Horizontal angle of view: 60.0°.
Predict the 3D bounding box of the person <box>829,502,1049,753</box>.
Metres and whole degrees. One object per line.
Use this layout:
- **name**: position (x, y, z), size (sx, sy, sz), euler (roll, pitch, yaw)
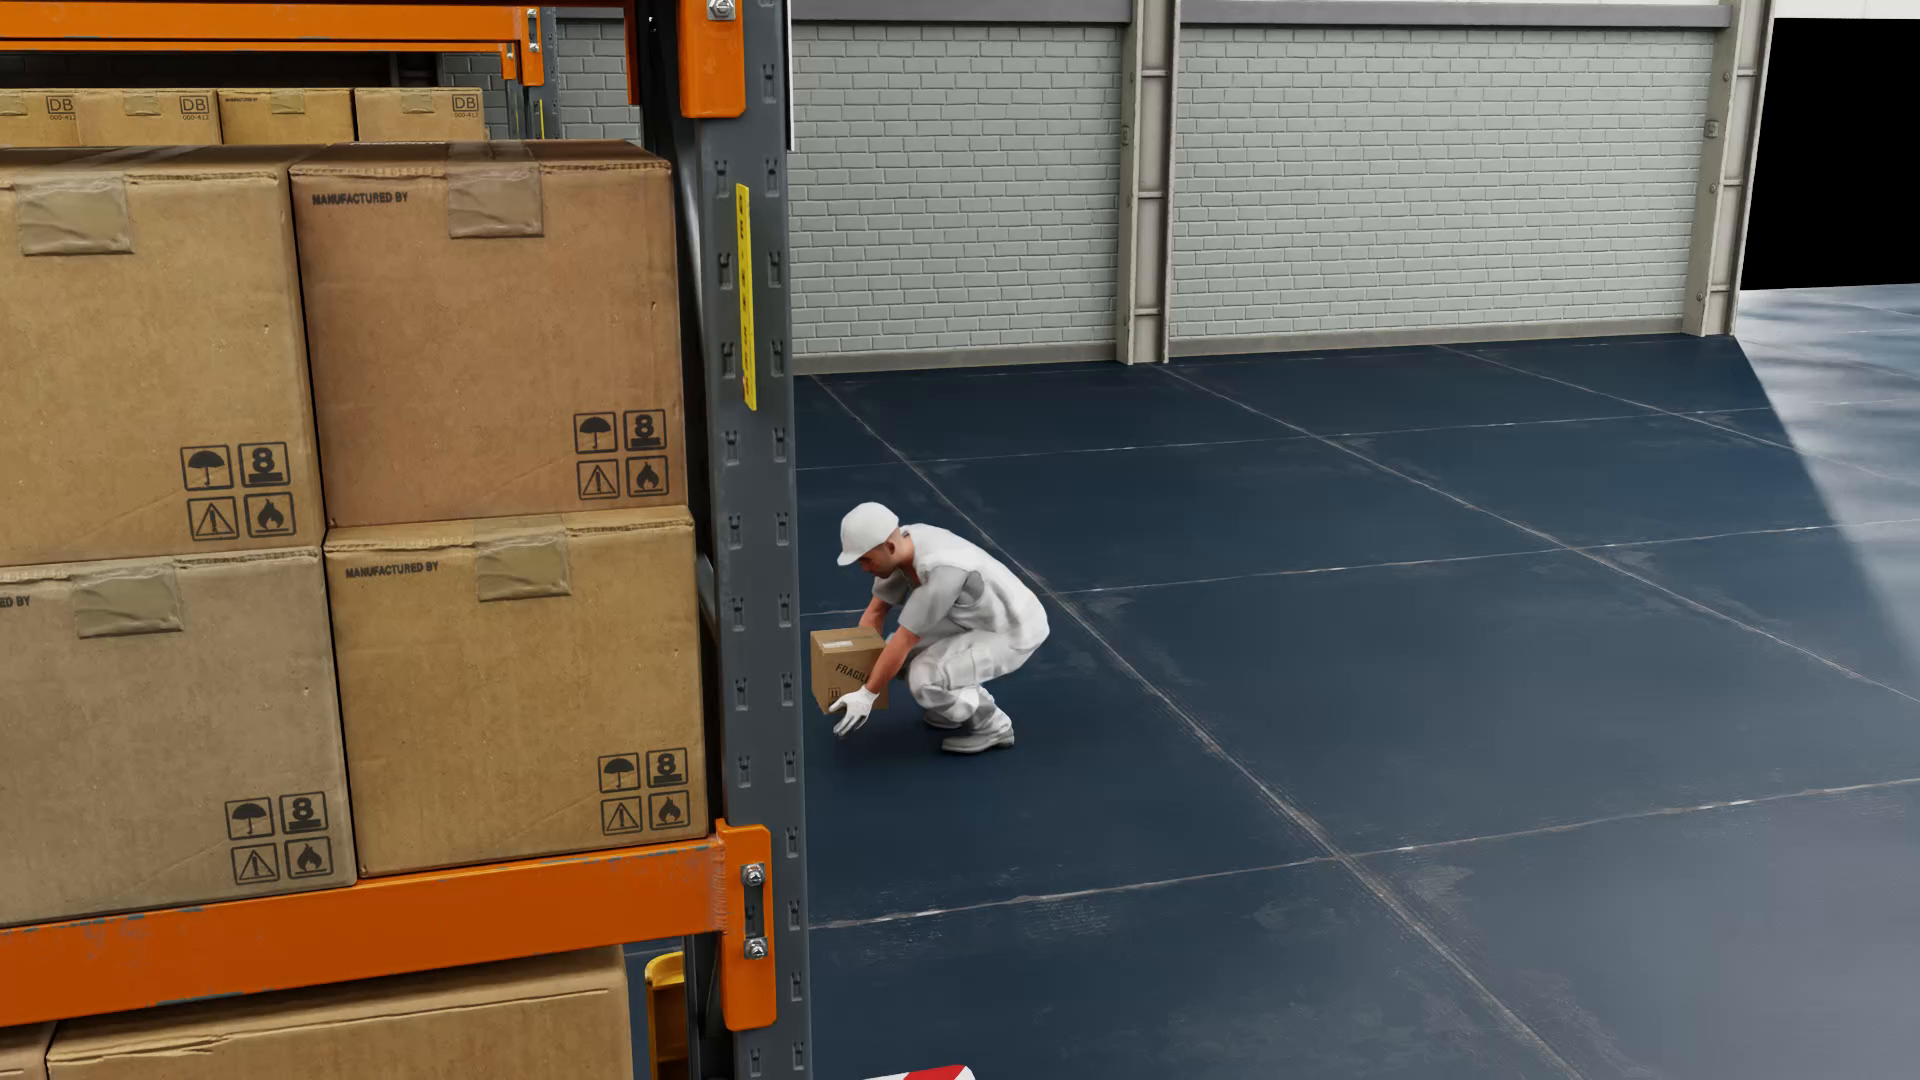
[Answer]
- **person**: position (-0.100, 0.311, 6.359), size (0.891, 0.996, 0.551), euler (-5, 16, -16)
